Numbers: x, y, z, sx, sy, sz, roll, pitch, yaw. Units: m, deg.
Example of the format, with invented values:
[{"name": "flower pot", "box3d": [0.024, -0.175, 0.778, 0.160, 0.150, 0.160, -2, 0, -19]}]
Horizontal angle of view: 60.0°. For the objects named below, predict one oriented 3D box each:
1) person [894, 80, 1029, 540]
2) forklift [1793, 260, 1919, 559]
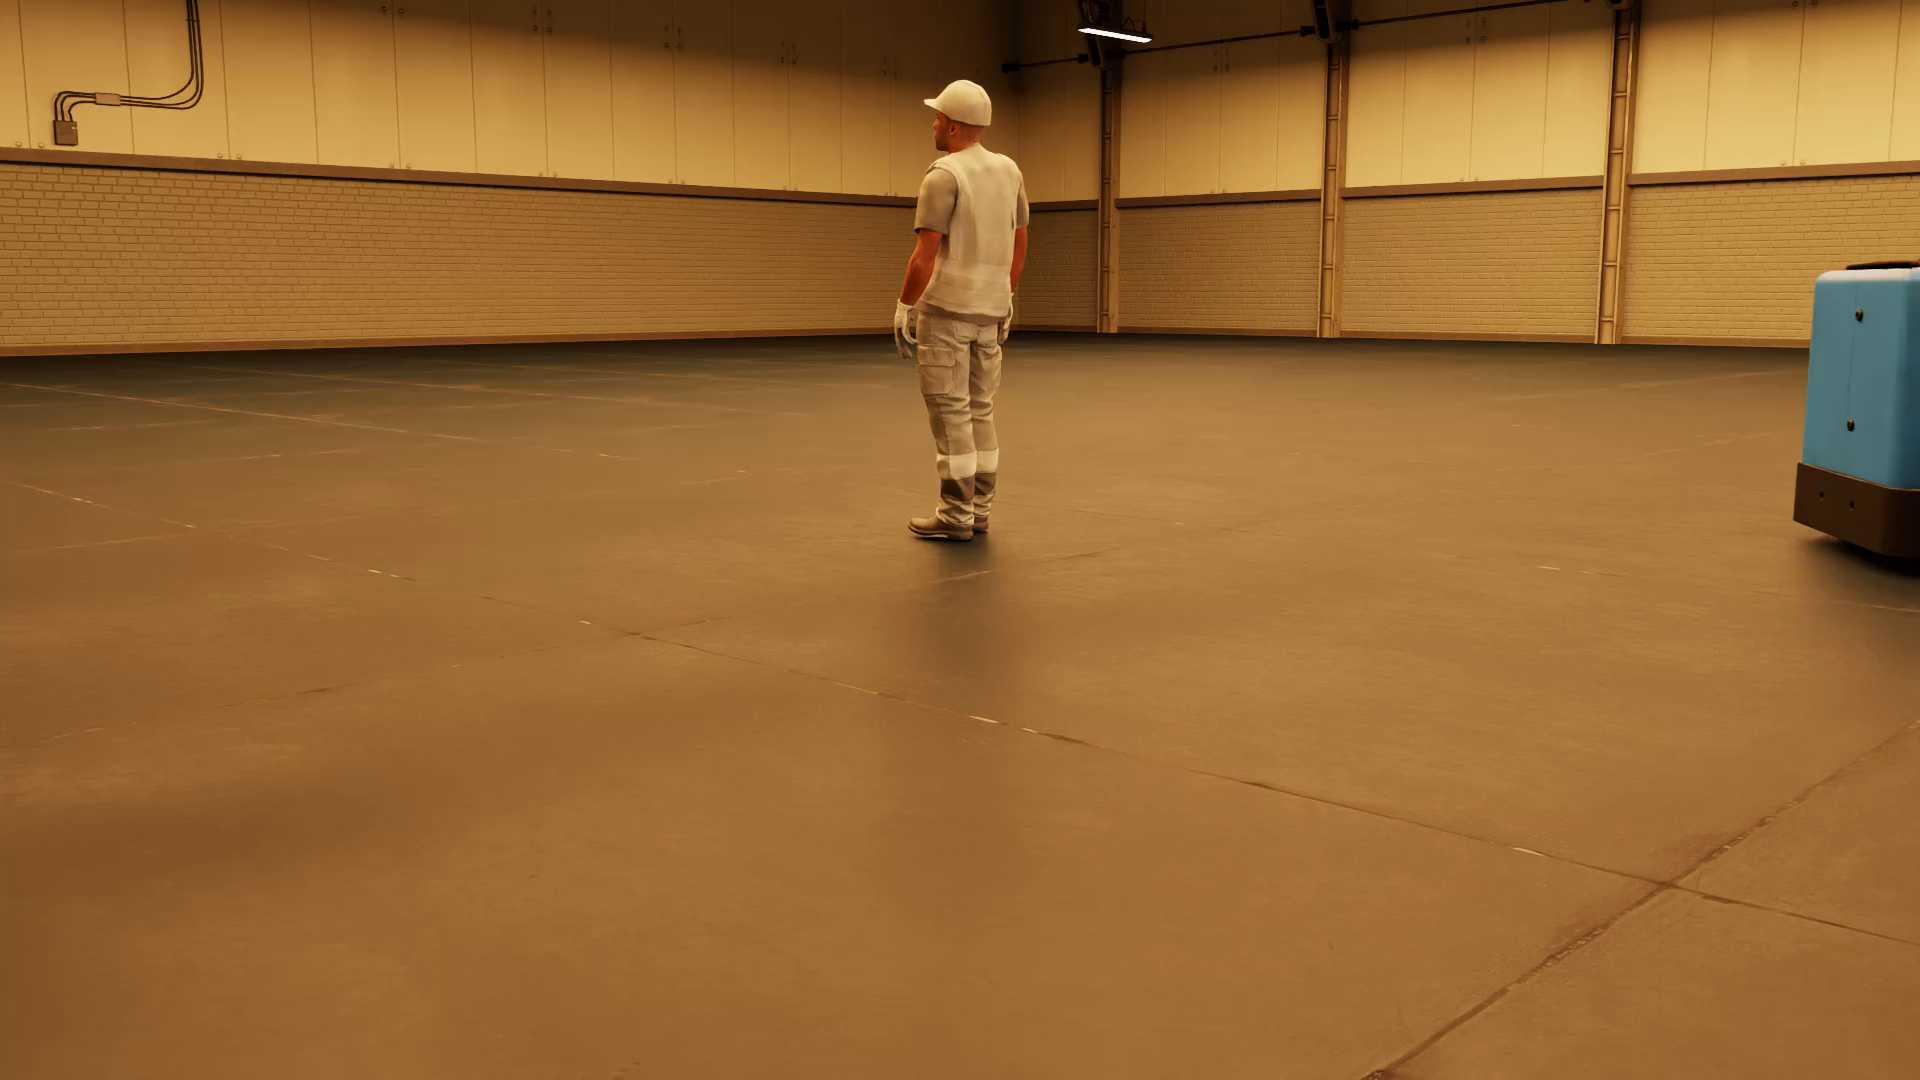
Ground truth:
[{"name": "person", "box3d": [-0.050, -0.902, 6.647, 0.562, 1.790, 0.637, 8, 12, 43]}, {"name": "forklift", "box3d": [4.821, -1.360, 5.907, 3.031, 2.935, 1.130, 1, 9, 8]}]
